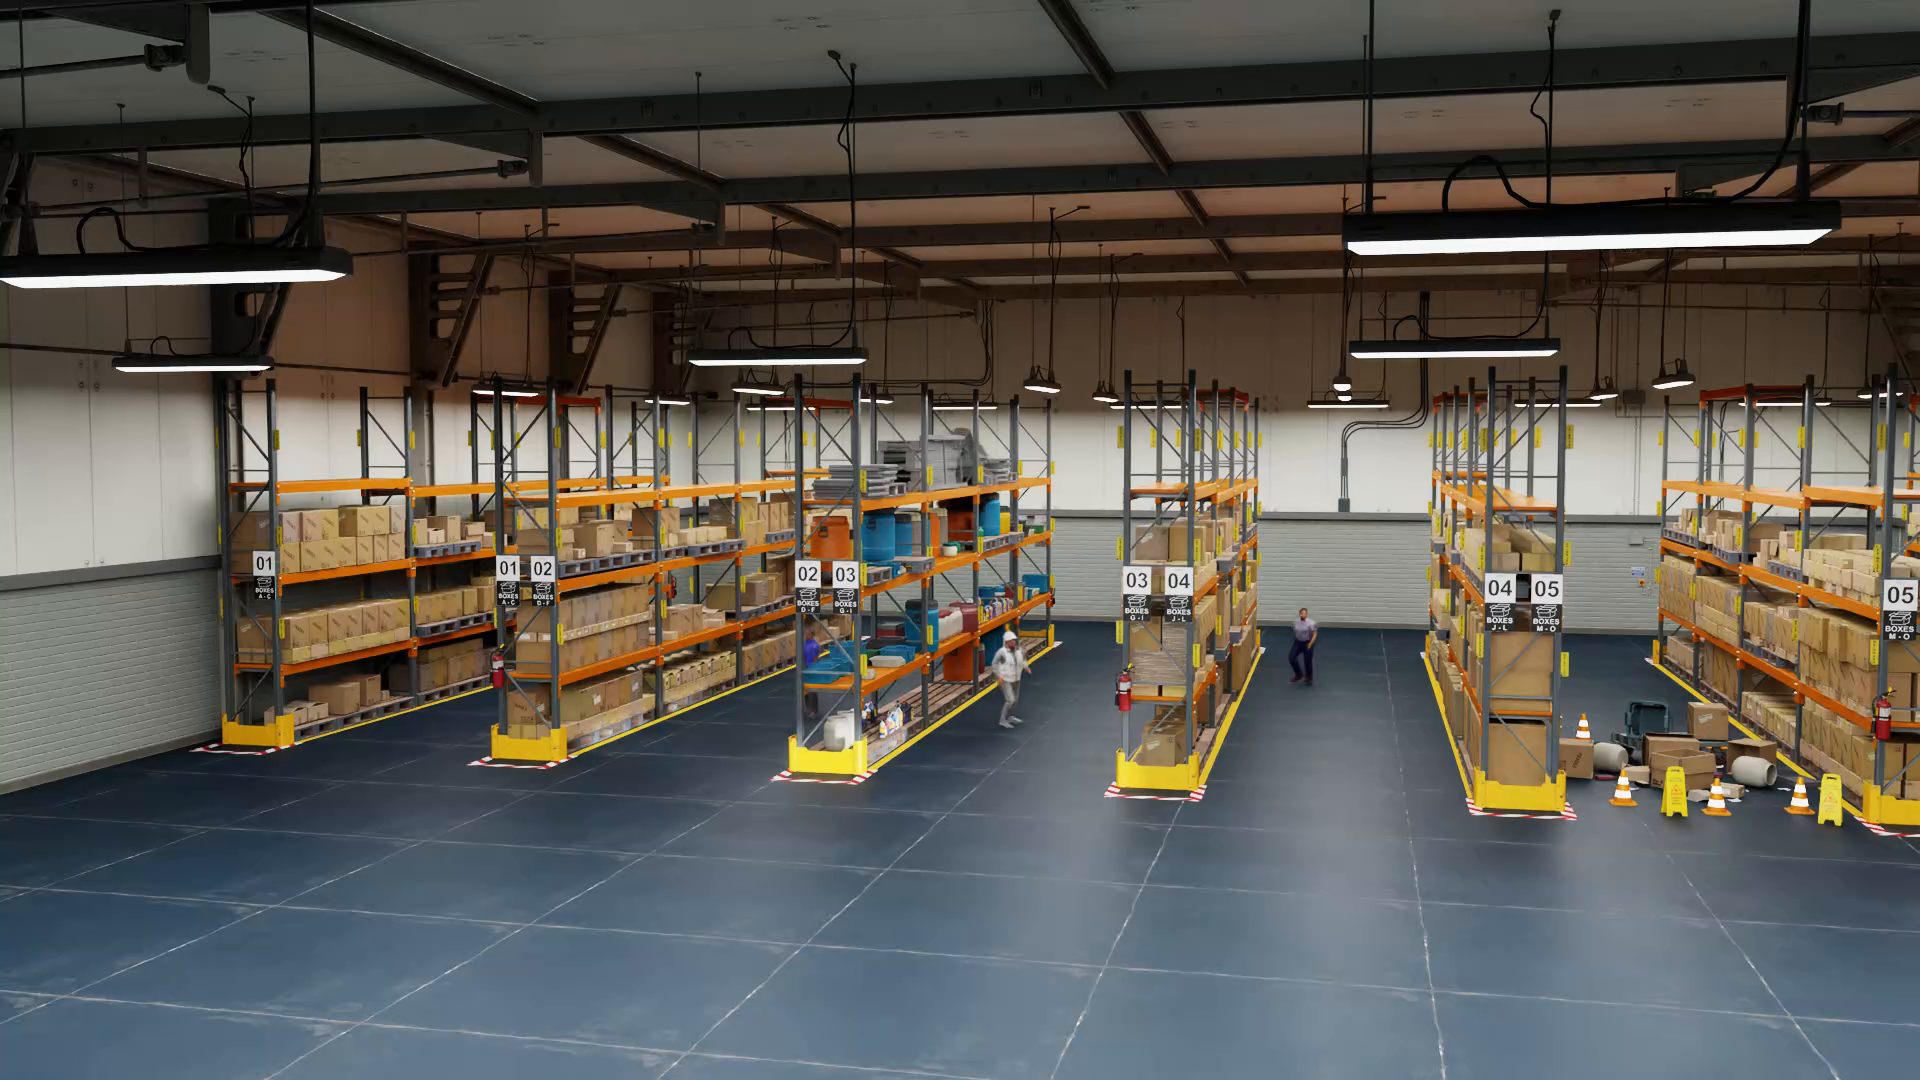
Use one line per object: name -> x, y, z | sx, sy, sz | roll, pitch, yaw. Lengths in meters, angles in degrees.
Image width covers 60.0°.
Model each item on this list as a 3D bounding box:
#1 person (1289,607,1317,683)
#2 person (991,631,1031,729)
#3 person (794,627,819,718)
person -> 7.070, 2.159, 34.069 | 0.587, 1.574, 0.729 | 2, 4, 34
person -> 0.905, 2.428, 29.041 | 0.702, 1.715, 0.804 | -3, 4, -39
person -> -2.726, 2.388, 30.010 | 0.614, 1.674, 0.449 | 3, 5, 43
